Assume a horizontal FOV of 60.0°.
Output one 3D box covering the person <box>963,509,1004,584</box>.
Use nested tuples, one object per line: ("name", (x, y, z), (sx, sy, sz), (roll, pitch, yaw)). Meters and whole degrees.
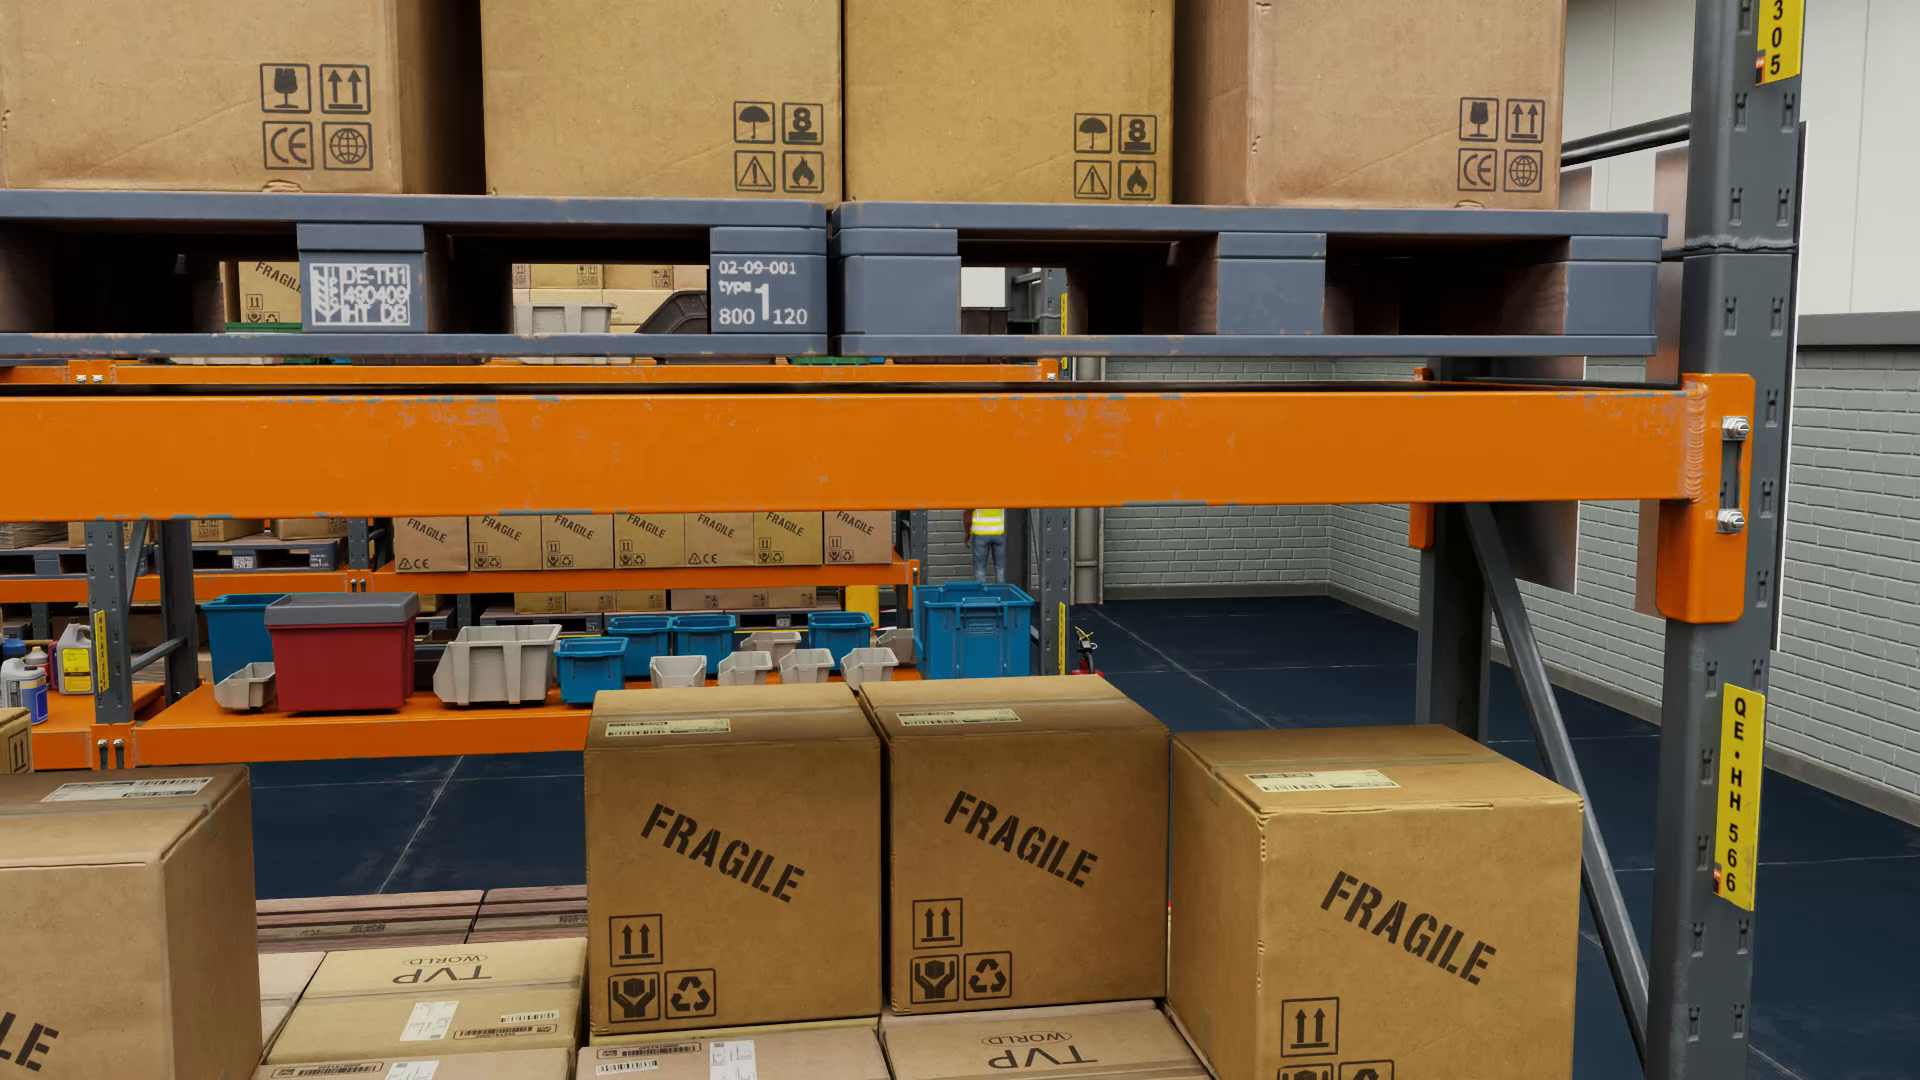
("person", (0.317, -0.063, 18.188), (0.568, 1.759, 0.368), (-1, 6, -8))
